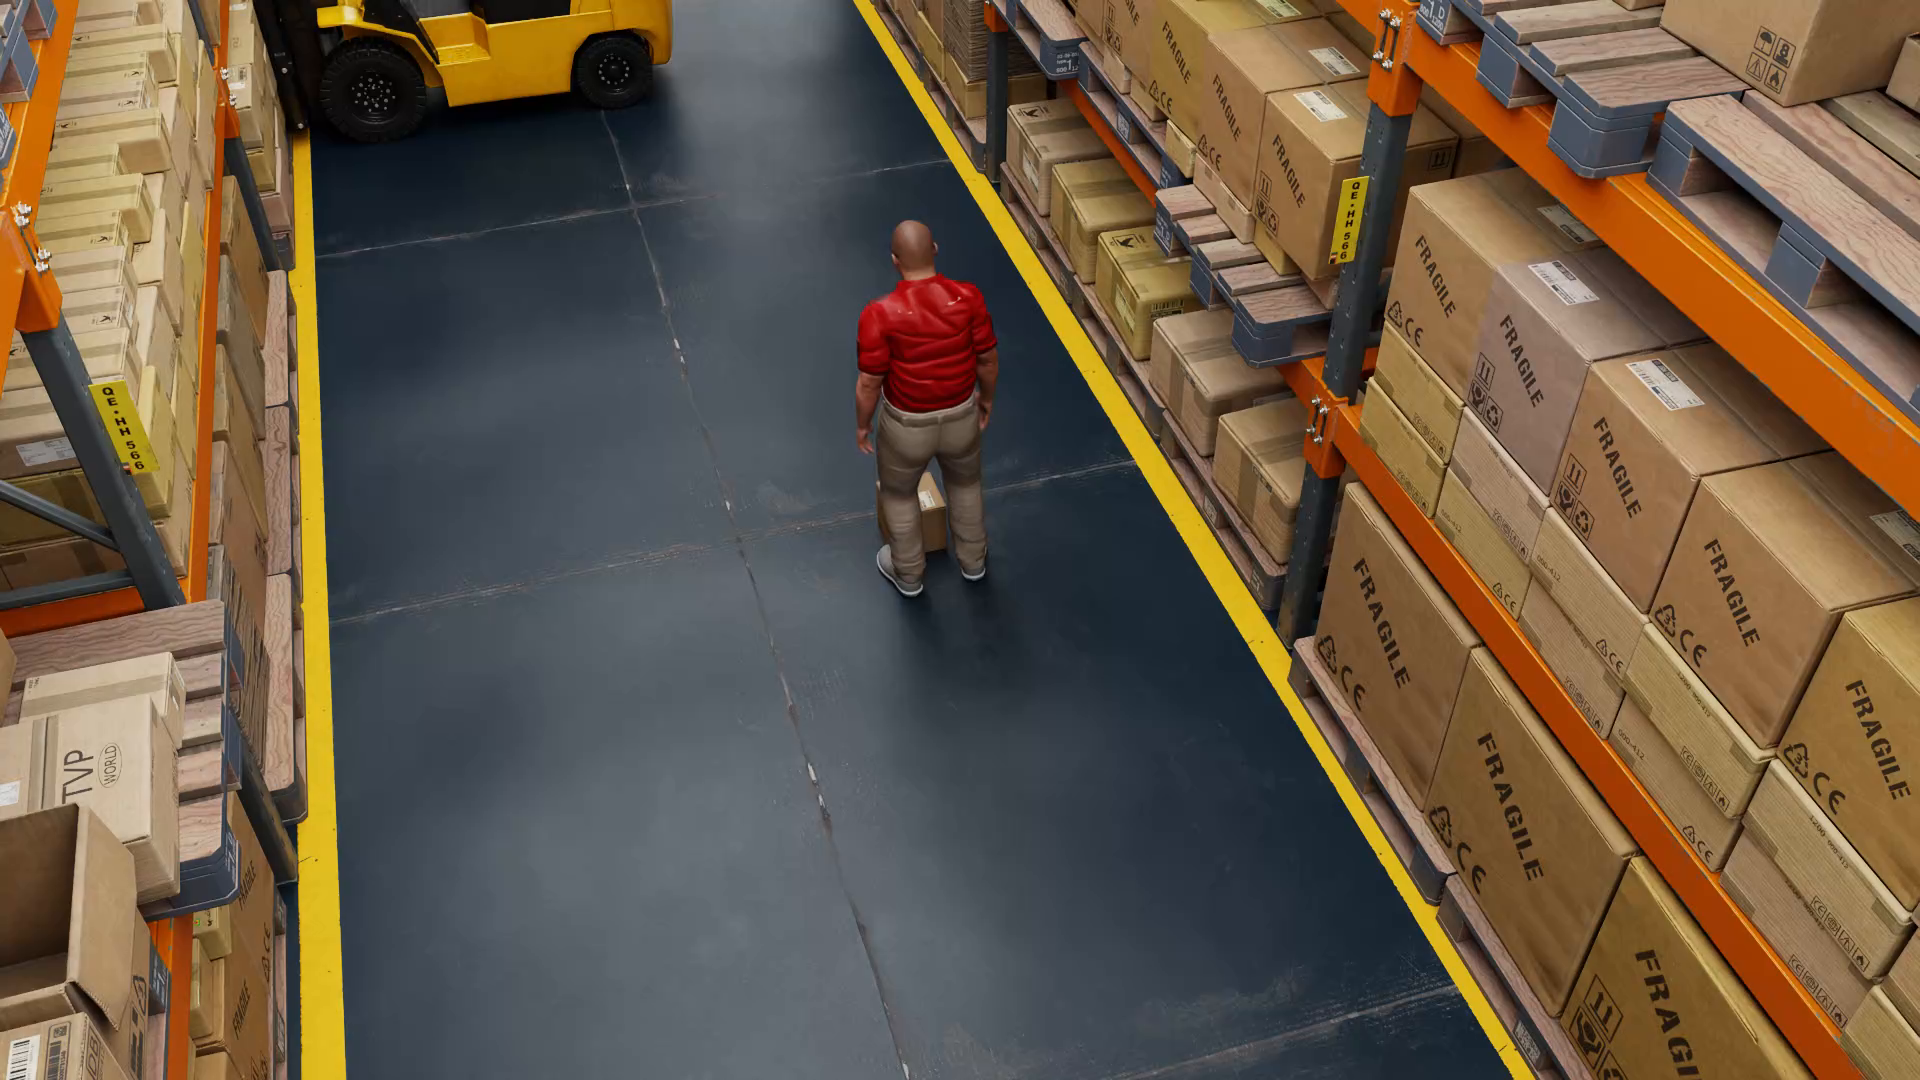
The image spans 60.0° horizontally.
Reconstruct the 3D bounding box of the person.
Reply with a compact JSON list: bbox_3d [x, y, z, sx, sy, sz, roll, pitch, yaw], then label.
[{"bbox_3d":[-0.135,-0.499,6.725,0.591,1.726,0.388,-12,43,-13],"label":"person"}]
